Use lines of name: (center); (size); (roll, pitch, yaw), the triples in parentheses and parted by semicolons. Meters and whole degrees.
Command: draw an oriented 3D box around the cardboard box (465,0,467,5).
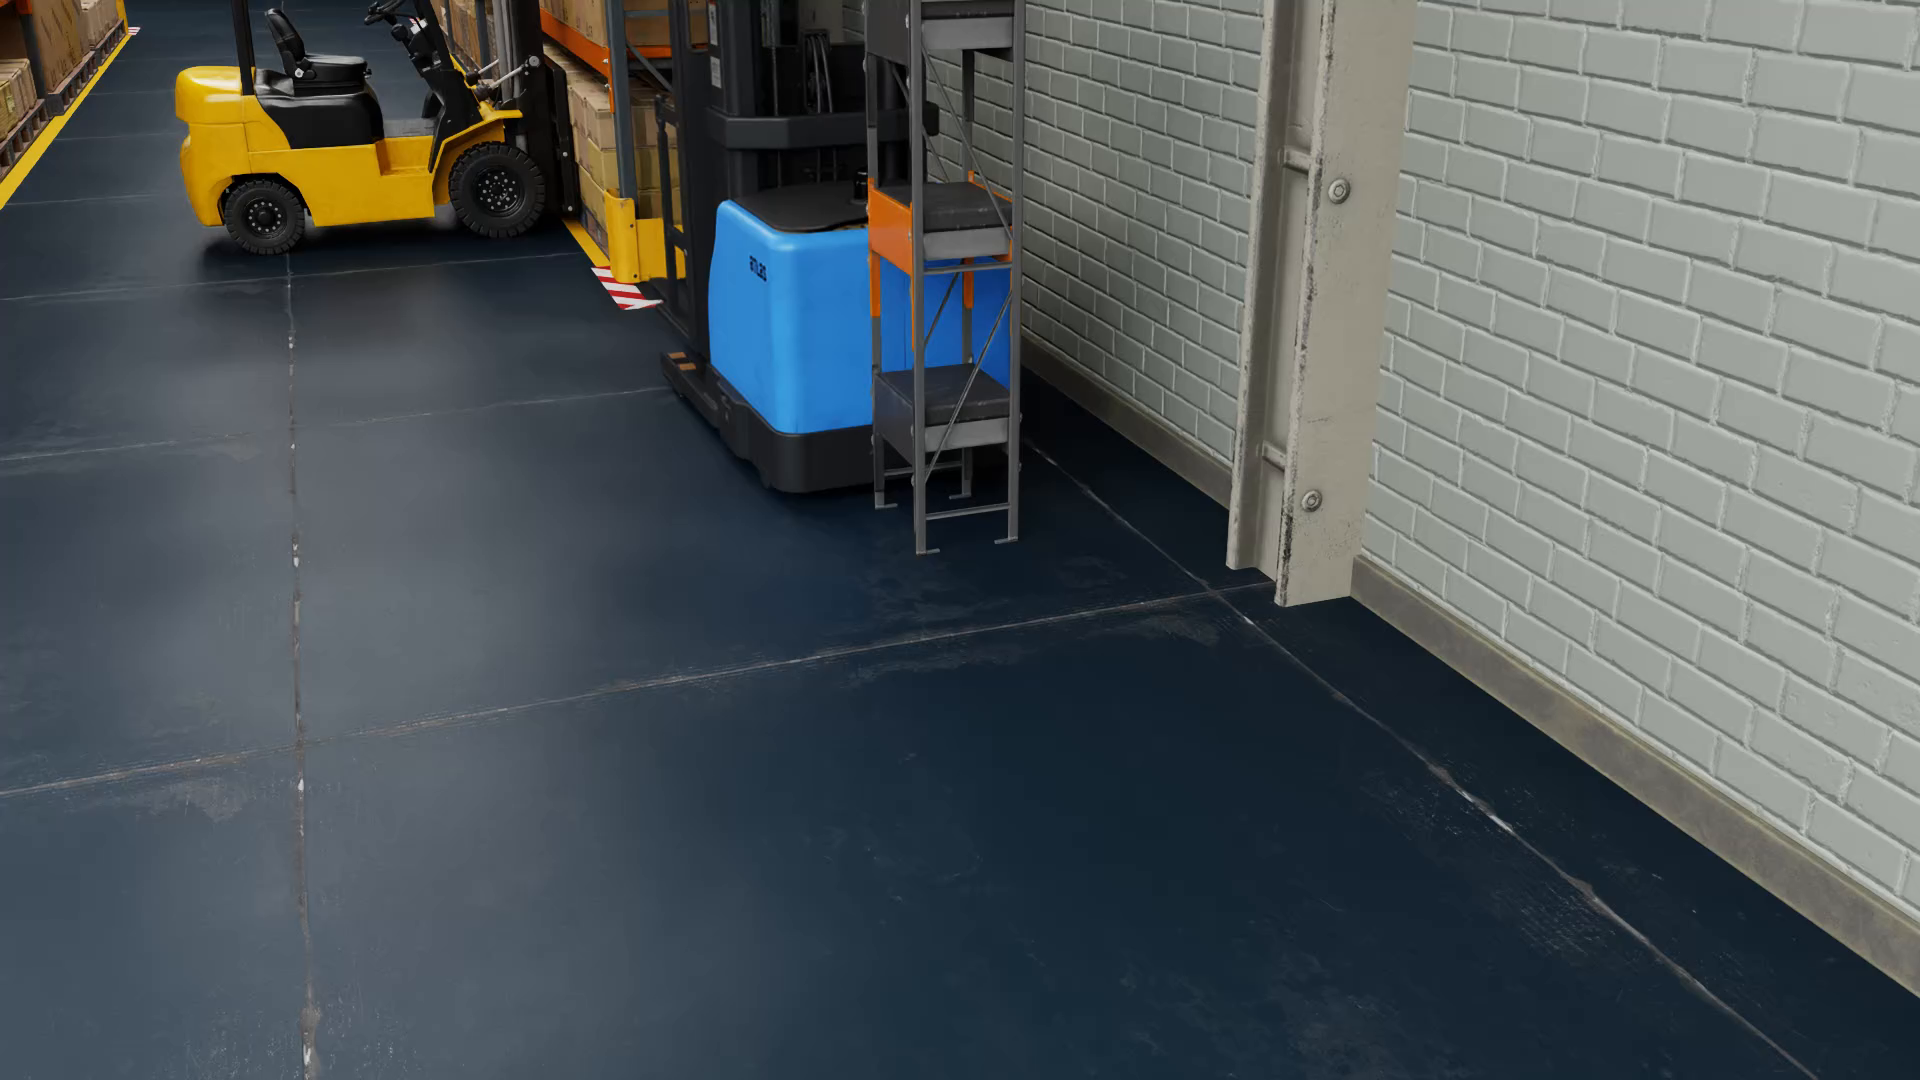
cardboard box: (-5.381, -6.116, 18.742); (0.380, 0.149, 0.250); (-7, 24, -17)

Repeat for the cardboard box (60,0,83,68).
cardboard box: (-9.800, -5.399, 17.392); (0.875, 0.875, 0.875); (-8, 24, -17)

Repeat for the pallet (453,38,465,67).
pallet: (-5.456, -5.833, 19.818); (1.003, 0.211, 1.213); (-8, 24, -19)

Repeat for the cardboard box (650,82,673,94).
cardboard box: (-1.712, -2.817, 10.784); (0.500, 0.250, 0.500); (-8, 24, -19)

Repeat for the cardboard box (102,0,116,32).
cardboard box: (-11.176, -6.635, 20.888); (0.875, 0.438, 0.875); (-8, 24, -18)

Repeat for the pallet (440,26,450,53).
pallet: (-6.020, -6.373, 21.099); (1.003, 0.211, 1.213); (-8, 24, -19)

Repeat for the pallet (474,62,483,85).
pallet: (-4.594, -4.946, 17.714); (1.003, 0.211, 1.213); (-8, 24, -19)

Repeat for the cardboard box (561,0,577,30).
cardboard box: (-2.315, -3.613, 10.831); (0.500, 0.500, 0.500); (-9, 24, -20)

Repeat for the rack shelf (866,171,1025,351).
rack shelf: (-0.059, -1.015, 5.990); (0.431, 0.518, 0.480); (-8, 24, -19)

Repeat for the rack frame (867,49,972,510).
rack frame: (-0.145, -1.116, 6.195); (0.400, 2.100, 0.015); (-8, 24, -19)

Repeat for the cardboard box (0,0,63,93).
cardboard box: (-9.174, -4.749, 15.851); (0.875, 0.875, 0.875); (-9, 24, -19)

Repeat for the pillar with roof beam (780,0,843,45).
pillar with roof beam: (-4.969, -5.599, 7.947); (9.100, 9.000, 0.400); (-8, 24, -19)

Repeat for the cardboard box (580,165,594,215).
cardboard box: (-2.168, -2.284, 10.806); (0.500, 0.250, 0.500); (-8, 24, -19)

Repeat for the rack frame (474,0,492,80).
rack frame: (-4.365, -5.955, 16.517); (1.000, 3.000, 0.127); (-8, 24, -19)

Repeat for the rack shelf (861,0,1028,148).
rack shelf: (-0.059, -1.660, 5.718); (0.431, 0.518, 0.480); (-8, 24, -19)

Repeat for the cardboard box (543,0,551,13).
cardboard box: (-2.660, -3.980, 11.702); (0.500, 0.500, 0.500); (-9, 24, -20)

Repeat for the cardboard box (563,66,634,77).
cardboard box: (-2.539, -3.112, 11.483); (0.500, 0.250, 0.500); (-9, 24, -20)

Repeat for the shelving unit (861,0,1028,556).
shelving unit: (-0.059, -1.028, 5.985); (0.431, 2.100, 0.503); (-8, 24, -19)

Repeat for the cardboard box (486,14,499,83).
cardboard box: (-4.158, -4.826, 16.354); (0.875, 0.625, 0.625); (-8, 24, -17)

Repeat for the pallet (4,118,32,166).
pallet: (-8.306, -3.261, 13.715); (1.003, 0.211, 1.213); (-8, 24, -19)

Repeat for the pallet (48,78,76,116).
pallet: (-9.216, -4.284, 16.143); (1.003, 0.211, 1.213); (-8, 24, -19)

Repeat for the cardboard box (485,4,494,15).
cardboard box: (-4.777, -5.440, 17.138); (0.380, 0.149, 0.250); (-10, 25, -22)

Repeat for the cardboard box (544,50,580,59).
cardboard box: (-2.904, -3.483, 12.363); (0.500, 0.250, 0.500); (-8, 24, -19)

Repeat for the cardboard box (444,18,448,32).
cardboard box: (-6.250, -6.450, 20.822); (0.380, 0.149, 0.250); (-9, 25, -21)

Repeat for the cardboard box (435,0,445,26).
cardboard box: (-6.432, -6.975, 21.615); (0.700, 0.500, 0.500); (-9, 25, -21)

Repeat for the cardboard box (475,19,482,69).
cardboard box: (-4.716, -5.121, 17.215); (0.500, 0.500, 0.500); (-8, 24, -17)

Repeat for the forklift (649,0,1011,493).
forklift: (-0.794, -2.076, 7.401); (1.130, 2.935, 3.031); (-9, 25, -21)

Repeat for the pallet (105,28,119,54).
pallet: (-11.051, -6.172, 20.622); (1.003, 0.211, 1.213); (-8, 24, -19)

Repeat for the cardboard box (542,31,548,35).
cardboard box: (-3.681, -4.345, 15.213); (0.875, 0.625, 0.625); (-9, 25, -21)

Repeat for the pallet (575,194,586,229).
pallet: (-2.276, -2.478, 11.857); (1.003, 0.211, 1.213); (-8, 24, -19)

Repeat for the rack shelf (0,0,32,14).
rack shelf: (-8.301, -4.214, 13.313); (1.077, 0.370, 4.000); (-8, 24, -19)

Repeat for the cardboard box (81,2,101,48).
cardboard box: (-10.542, -5.982, 19.338); (0.875, 0.438, 0.875); (-9, 24, -20)

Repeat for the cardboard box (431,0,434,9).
cardboard box: (-6.798, -7.352, 22.509); (0.700, 0.500, 0.500); (-7, 24, -17)

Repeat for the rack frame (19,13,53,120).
rack frame: (-9.008, -5.273, 14.898); (1.000, 3.000, 0.127); (-8, 24, -19)

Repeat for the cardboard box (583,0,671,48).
cardboard box: (-1.959, -3.237, 9.939); (0.500, 0.500, 0.500); (-9, 24, -20)

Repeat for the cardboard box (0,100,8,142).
cardboard box: (-8.039, -3.253, 12.948); (0.950, 0.372, 0.625); (-7, 24, -16)

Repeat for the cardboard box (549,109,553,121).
cardboard box: (-2.724, -3.073, 12.036); (0.500, 0.250, 0.500); (-9, 24, -19)

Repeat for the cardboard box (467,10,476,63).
cardboard box: (-5.070, -5.494, 18.100); (0.500, 0.500, 0.500); (-7, 24, -17)

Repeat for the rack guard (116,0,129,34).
rack guard: (-11.842, -7.036, 22.300); (1.175, 0.500, 0.348); (-8, 24, -19)

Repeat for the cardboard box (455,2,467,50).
cardboard box: (-5.448, -5.869, 18.991); (0.500, 0.500, 0.500); (-9, 25, -21)

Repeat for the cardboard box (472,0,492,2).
cardboard box: (-4.954, -5.637, 17.604); (0.380, 0.149, 0.250); (-9, 25, -21)

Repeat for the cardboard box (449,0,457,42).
cardboard box: (-5.818, -6.243, 19.879); (0.500, 0.500, 0.500); (-7, 24, -17)

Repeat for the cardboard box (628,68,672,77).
cardboard box: (-2.053, -3.187, 11.662); (0.500, 0.250, 0.500); (-9, 24, -20)

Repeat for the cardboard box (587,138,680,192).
cardboard box: (-2.004, -2.339, 10.293); (0.500, 0.250, 0.500); (-9, 24, -20)

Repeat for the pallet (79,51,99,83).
pallet: (-10.078, -5.171, 18.247); (1.003, 0.211, 1.213); (-8, 24, -19)

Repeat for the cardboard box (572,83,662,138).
cardboard box: (-2.179, -2.745, 10.612); (0.500, 0.250, 0.500); (-8, 24, -18)

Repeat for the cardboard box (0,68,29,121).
cardboard box: (-8.549, -3.782, 14.203); (0.950, 0.372, 0.625); (-9, 24, -20)

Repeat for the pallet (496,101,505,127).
pallet: (-3.684, -3.923, 15.286); (1.003, 0.211, 1.213); (-8, 24, -19)

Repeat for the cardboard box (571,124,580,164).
cardboard box: (-2.373, -2.707, 11.167); (0.500, 0.250, 0.500); (-9, 24, -20)

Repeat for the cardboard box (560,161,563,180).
cardboard box: (-2.540, -2.653, 11.681); (0.500, 0.250, 0.500); (-8, 24, -17)
